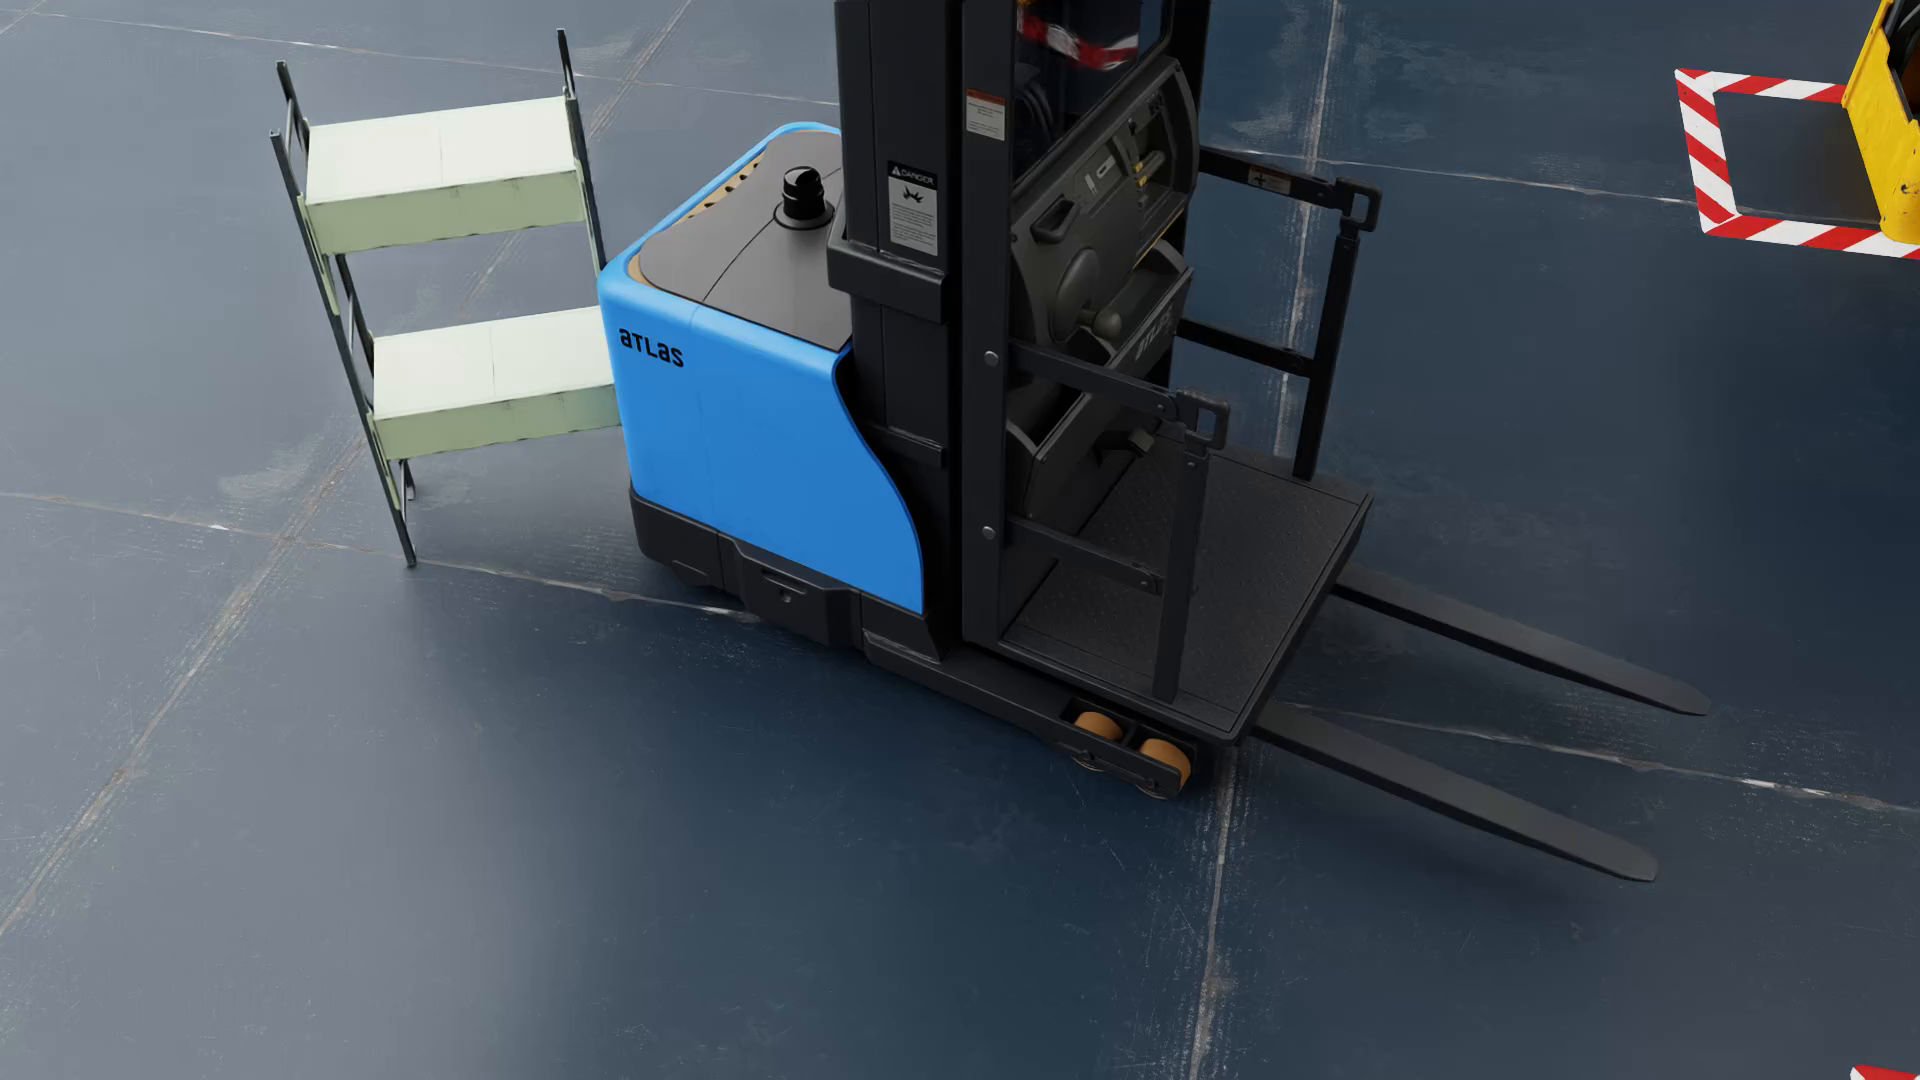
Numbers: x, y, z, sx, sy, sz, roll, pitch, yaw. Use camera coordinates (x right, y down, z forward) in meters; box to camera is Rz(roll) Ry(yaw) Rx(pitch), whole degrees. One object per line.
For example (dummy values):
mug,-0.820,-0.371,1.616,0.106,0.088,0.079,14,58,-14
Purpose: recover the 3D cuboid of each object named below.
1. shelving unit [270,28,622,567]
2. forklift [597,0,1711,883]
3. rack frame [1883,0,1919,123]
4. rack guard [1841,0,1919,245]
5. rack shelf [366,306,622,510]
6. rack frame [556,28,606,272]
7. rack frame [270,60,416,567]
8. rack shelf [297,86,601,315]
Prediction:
shelving unit,-1.396,-0.658,4.850,0.755,1.500,0.431,-10,45,-10
forklift,0.542,-0.778,3.945,3.031,2.935,1.130,21,48,21
rack frame,3.814,-2.622,5.812,0.127,3.000,1.000,9,45,9
rack guard,3.888,-1.710,6.666,0.348,0.500,1.175,9,45,9
rack shelf,-1.396,-0.422,5.076,0.720,0.370,0.431,-10,45,-10
rack frame,-1.041,-0.720,4.915,0.023,1.500,0.400,-10,45,-10
rack frame,-1.751,-0.595,4.786,0.023,1.500,0.400,-10,45,-10
rack shelf,-1.396,-0.940,4.581,0.720,0.370,0.431,-10,45,-10
